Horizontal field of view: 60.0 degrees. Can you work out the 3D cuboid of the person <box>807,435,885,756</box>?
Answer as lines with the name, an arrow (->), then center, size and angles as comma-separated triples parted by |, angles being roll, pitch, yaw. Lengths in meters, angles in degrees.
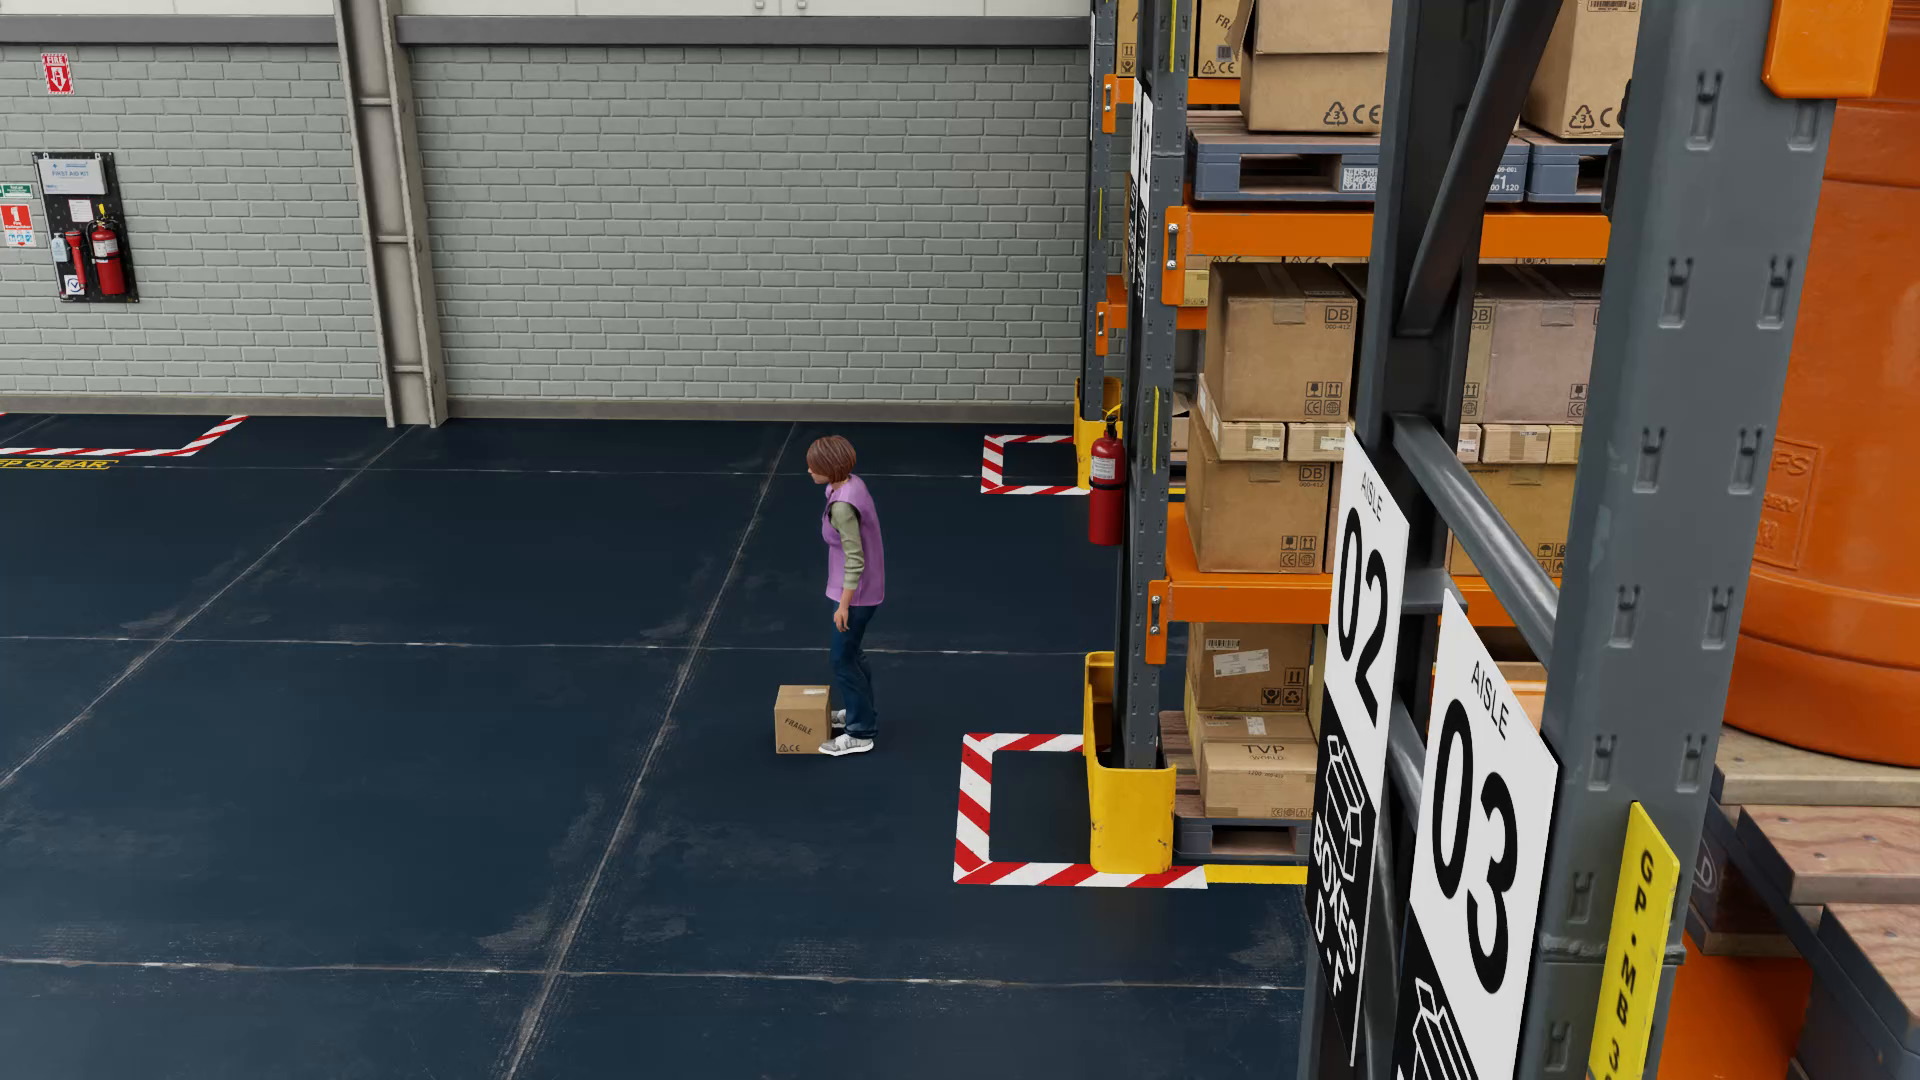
person -> -0.531, 0.257, 7.934 | 0.347, 1.592, 0.483 | -1, 21, -2
